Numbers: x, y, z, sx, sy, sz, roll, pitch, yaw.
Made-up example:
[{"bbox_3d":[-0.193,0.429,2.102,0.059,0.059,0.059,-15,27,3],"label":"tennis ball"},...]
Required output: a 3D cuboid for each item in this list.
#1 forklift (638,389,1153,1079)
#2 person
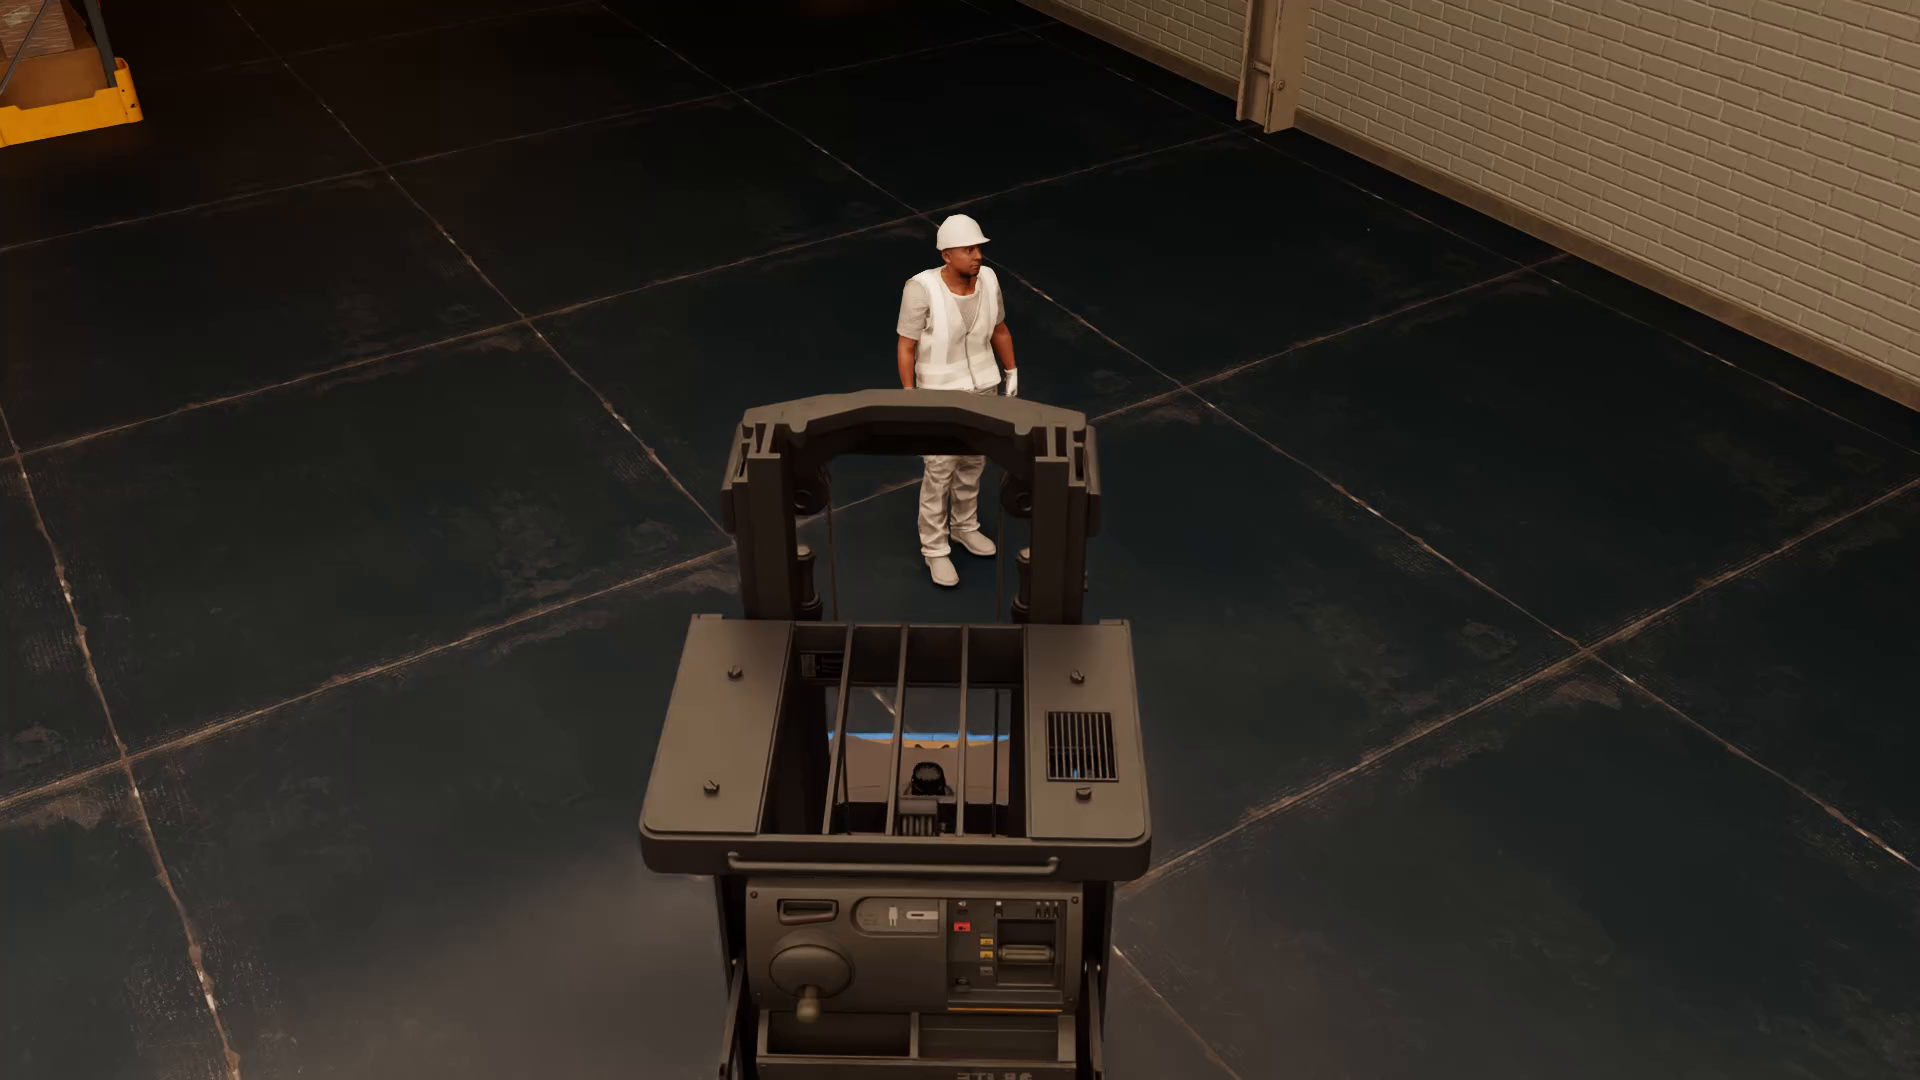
[{"bbox_3d":[-0.129,1.204,4.434,1.130,2.935,3.031,1,35,1],"label":"forklift"},{"bbox_3d":[0.033,-0.698,8.127,0.657,1.785,0.575,-21,40,-27],"label":"person"}]
